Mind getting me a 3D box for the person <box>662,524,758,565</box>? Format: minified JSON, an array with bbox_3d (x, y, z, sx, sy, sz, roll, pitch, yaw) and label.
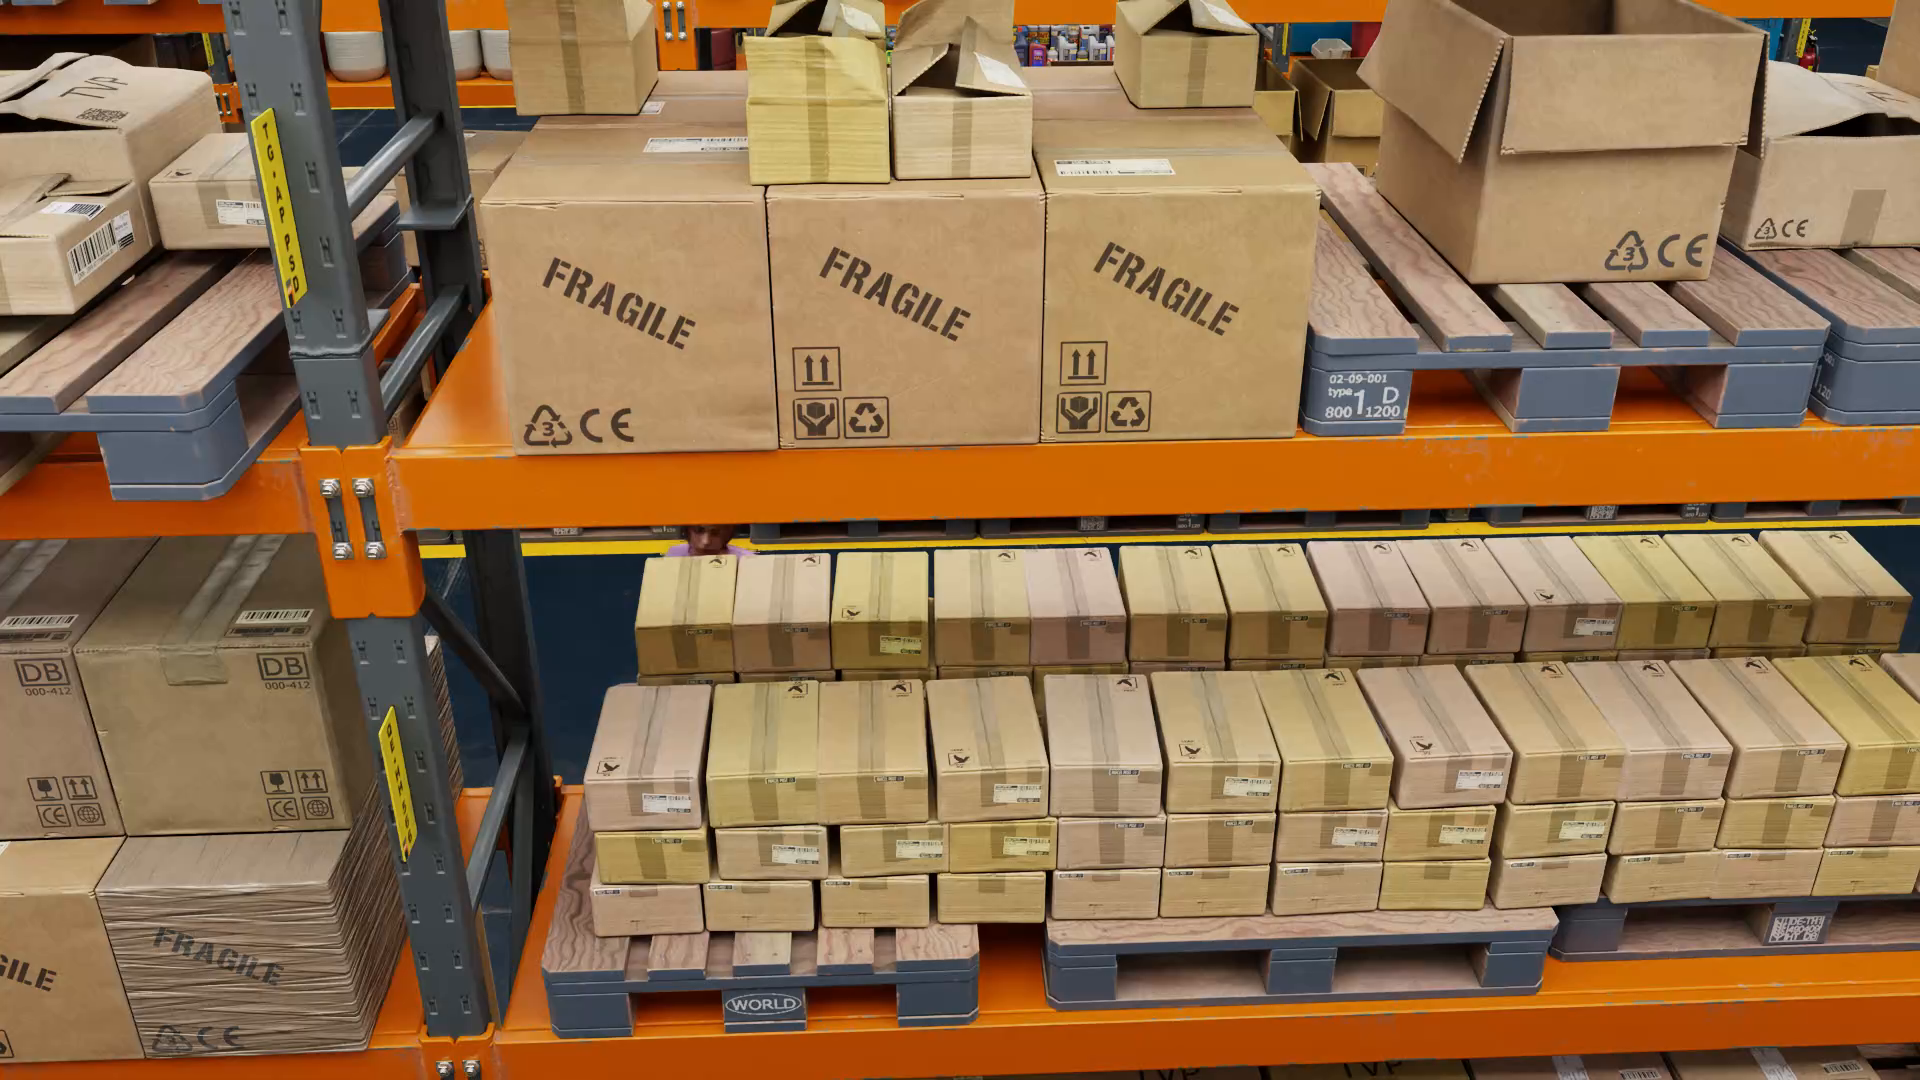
[{"bbox_3d":[-0.930,0.571,6.027,0.477,1.591,0.396,4,28,7],"label":"person"}]
